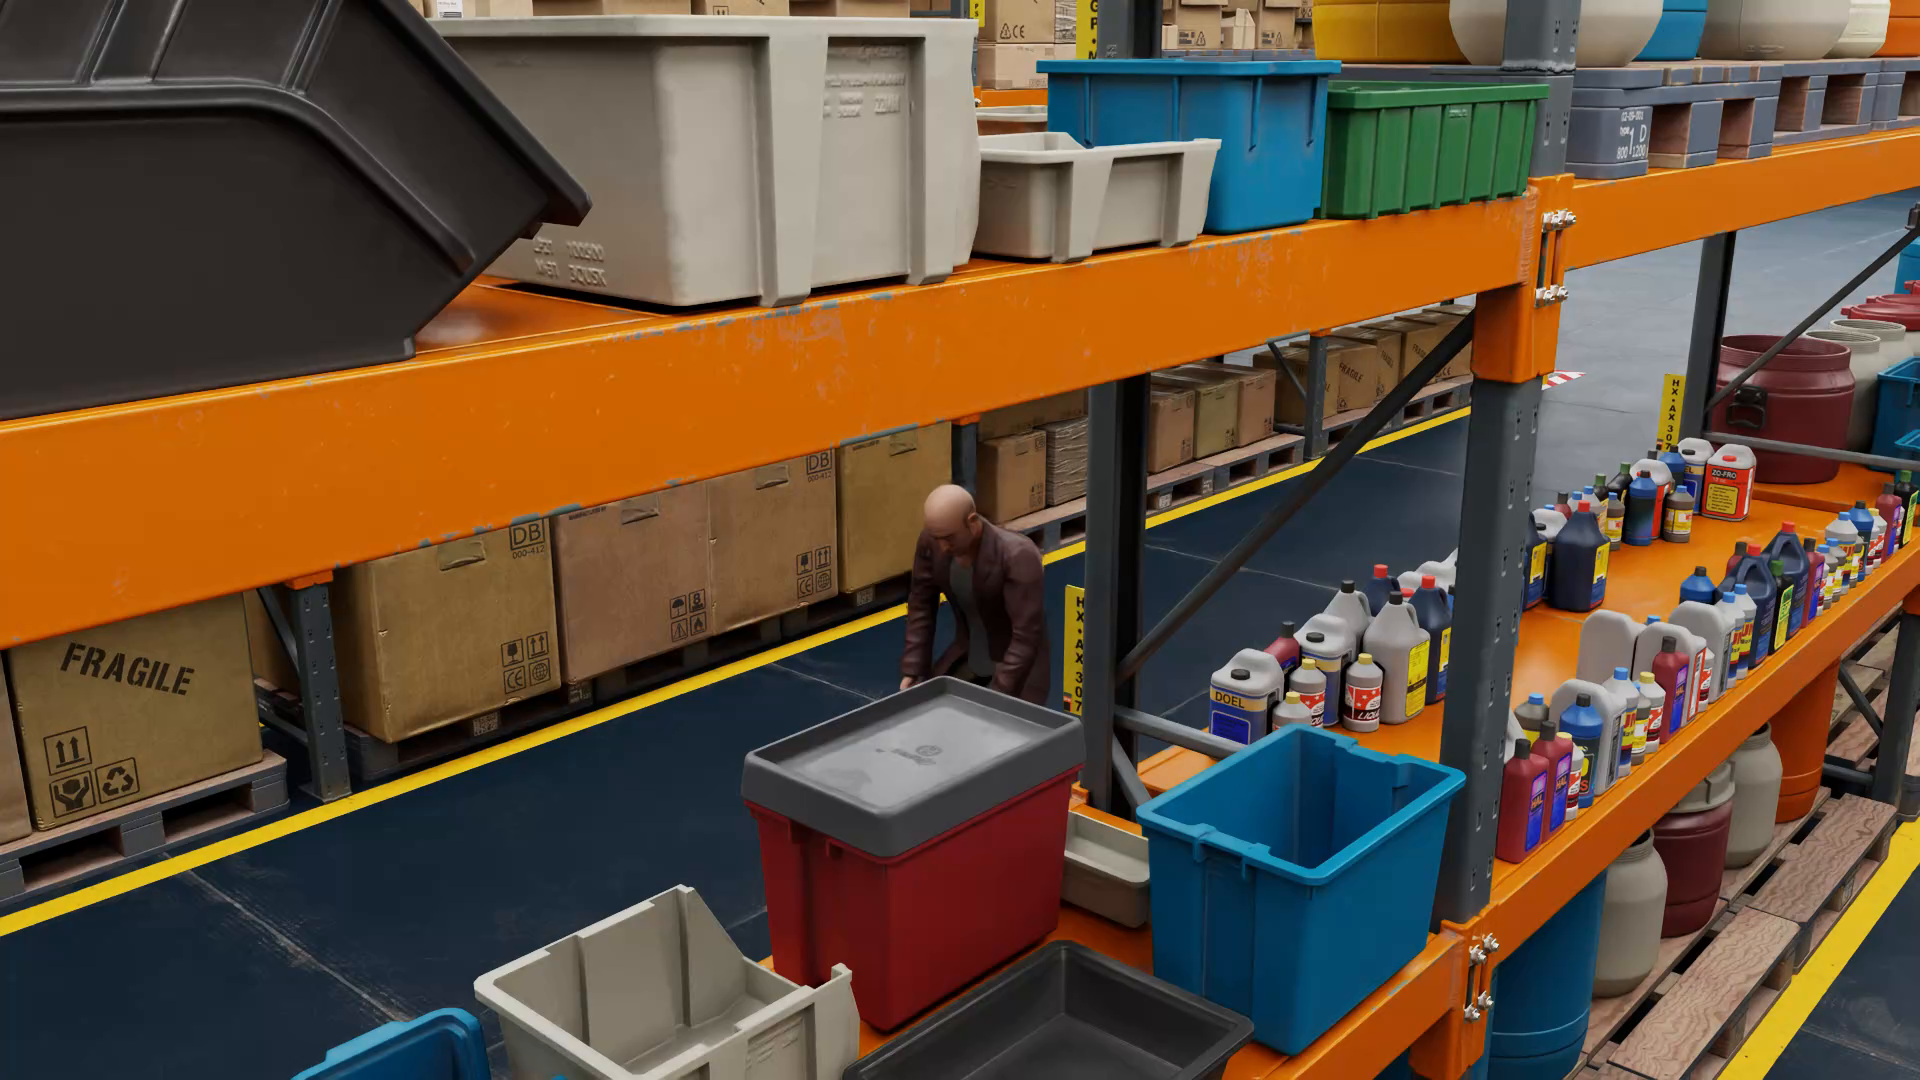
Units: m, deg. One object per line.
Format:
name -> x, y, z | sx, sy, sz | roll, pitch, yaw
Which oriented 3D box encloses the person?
person -> 0.090, 0.513, 6.259 | 0.625, 1.552, 0.612 | 15, 22, 40
